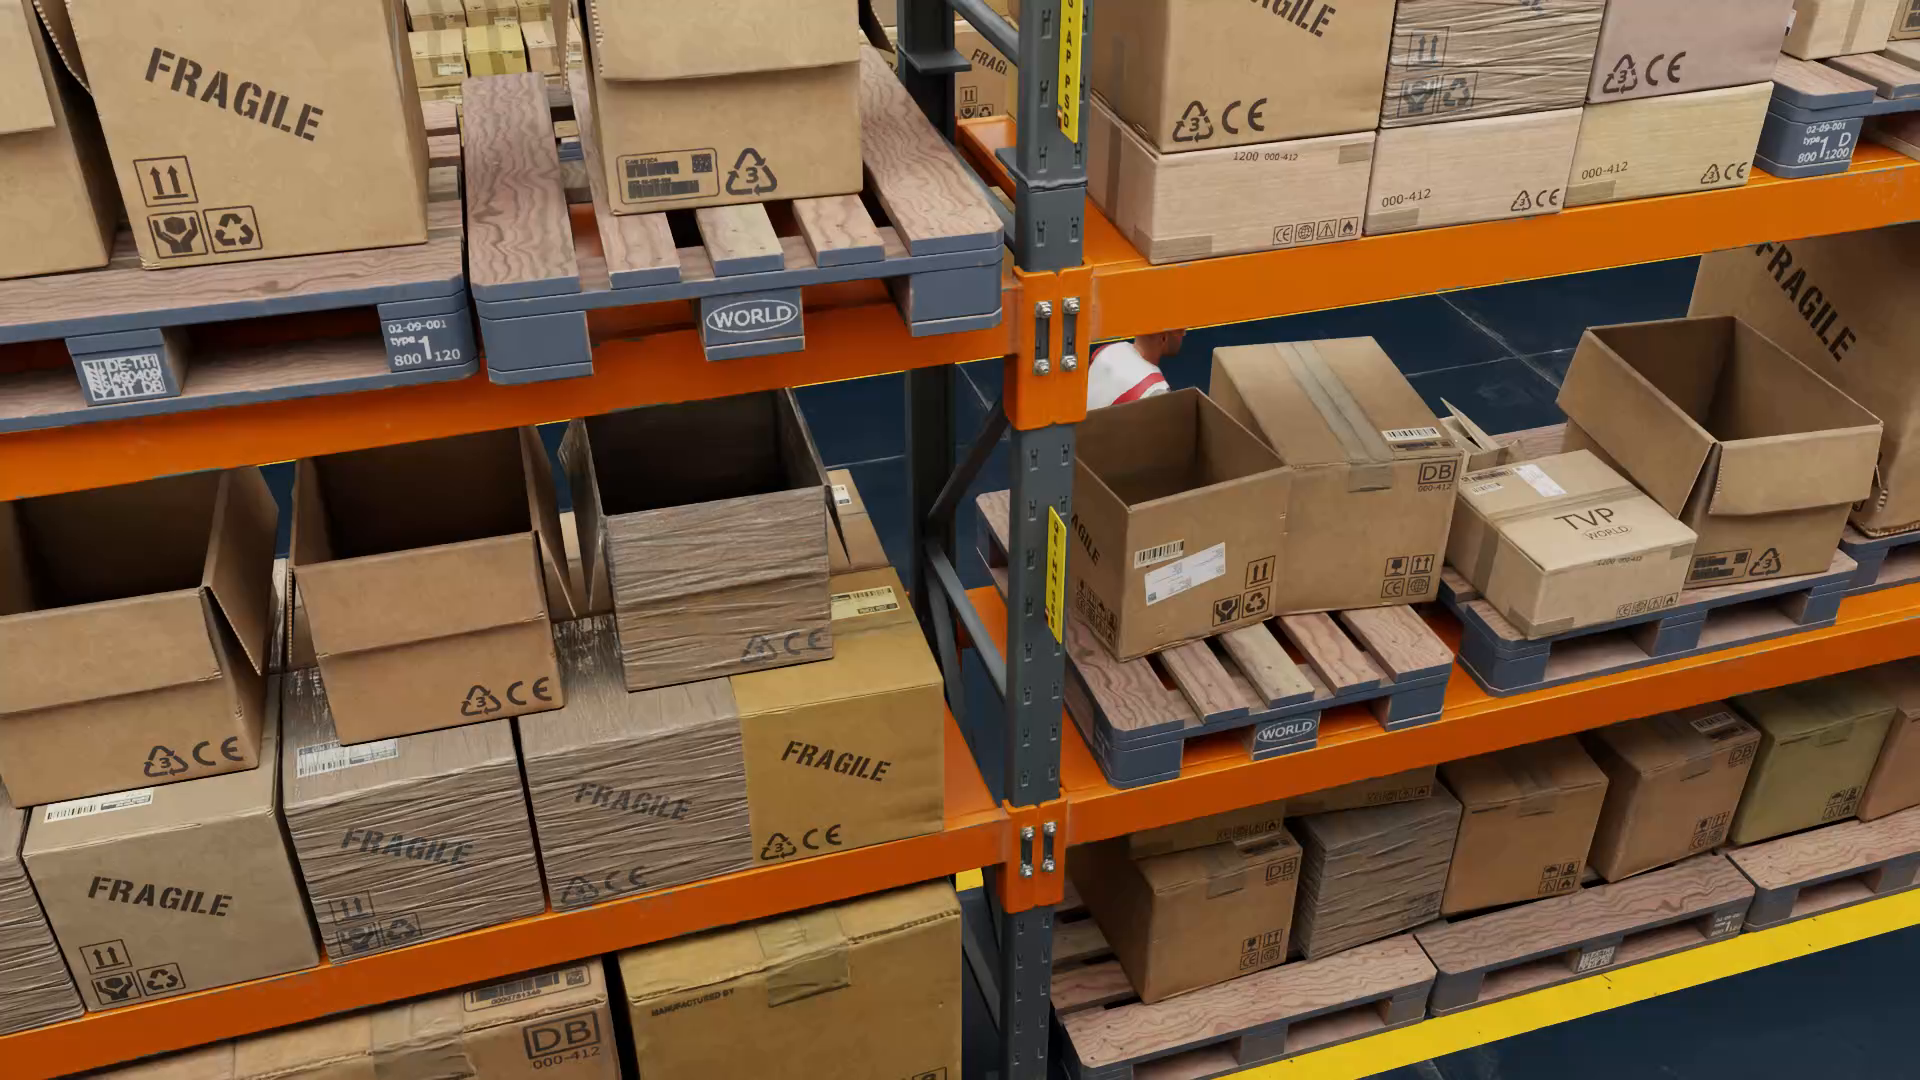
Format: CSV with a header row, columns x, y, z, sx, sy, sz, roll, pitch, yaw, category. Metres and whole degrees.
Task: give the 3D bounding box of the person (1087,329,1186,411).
x,y,z,sx,sy,sz,roll,pitch,yaw,category
0.662,-0.139,6.338,0.453,1.778,0.604,-10,35,-15,person
